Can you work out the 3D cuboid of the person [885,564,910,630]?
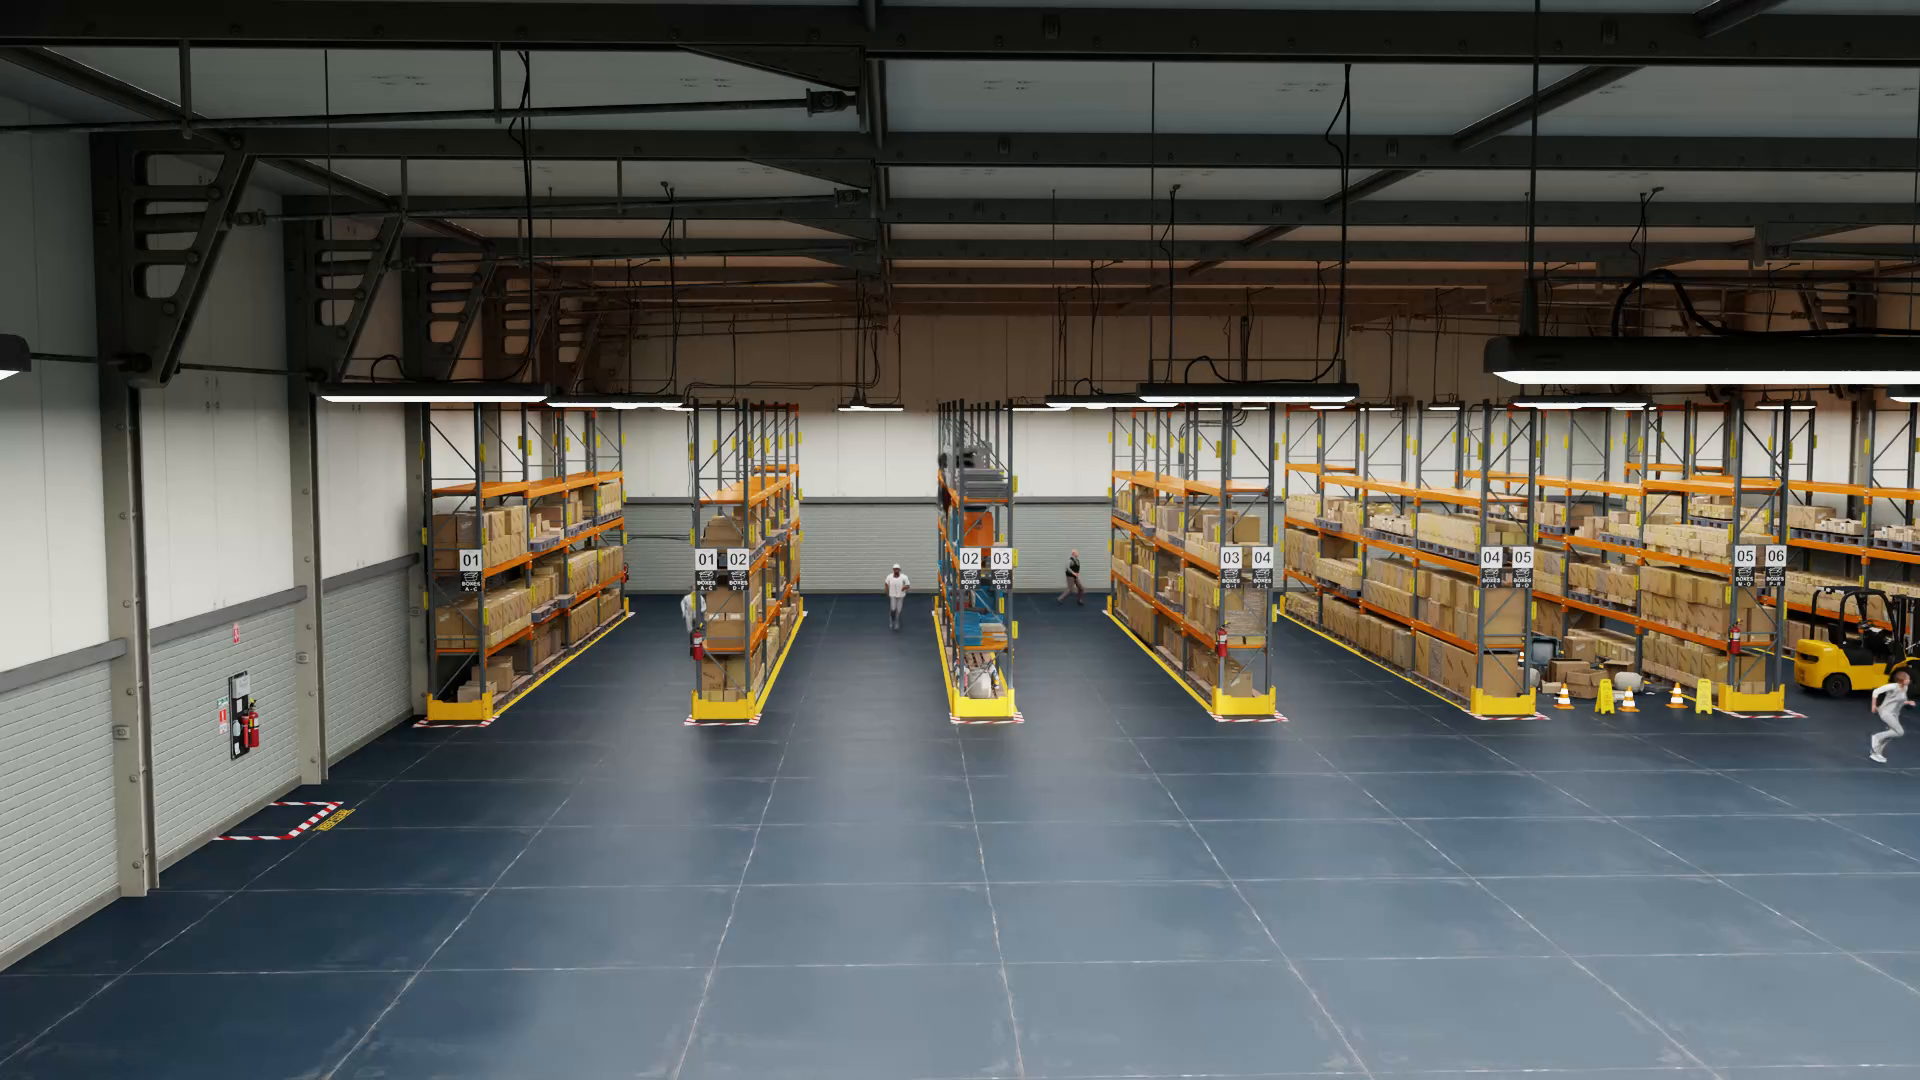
[{"bbox_3d":[-1.662,1.511,44.006,0.671,1.753,0.663,0,4,2],"label":"person"}]

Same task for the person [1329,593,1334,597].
[{"bbox_3d":[11.291,1.129,49.595,0.953,1.675,0.577,-1,4,-11],"label":"person"}]

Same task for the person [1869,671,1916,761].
[{"bbox_3d":[15.300,2.897,27.273,0.510,1.526,0.677,-3,5,-36],"label":"person"}]

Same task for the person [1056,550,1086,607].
[{"bbox_3d":[3.323,1.183,49.386,0.739,1.652,0.887,2,5,24],"label":"person"}]

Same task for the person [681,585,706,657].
[{"bbox_3d":[-6.333,1.886,39.609,0.615,1.690,0.927,-1,4,-7],"label":"person"}]
